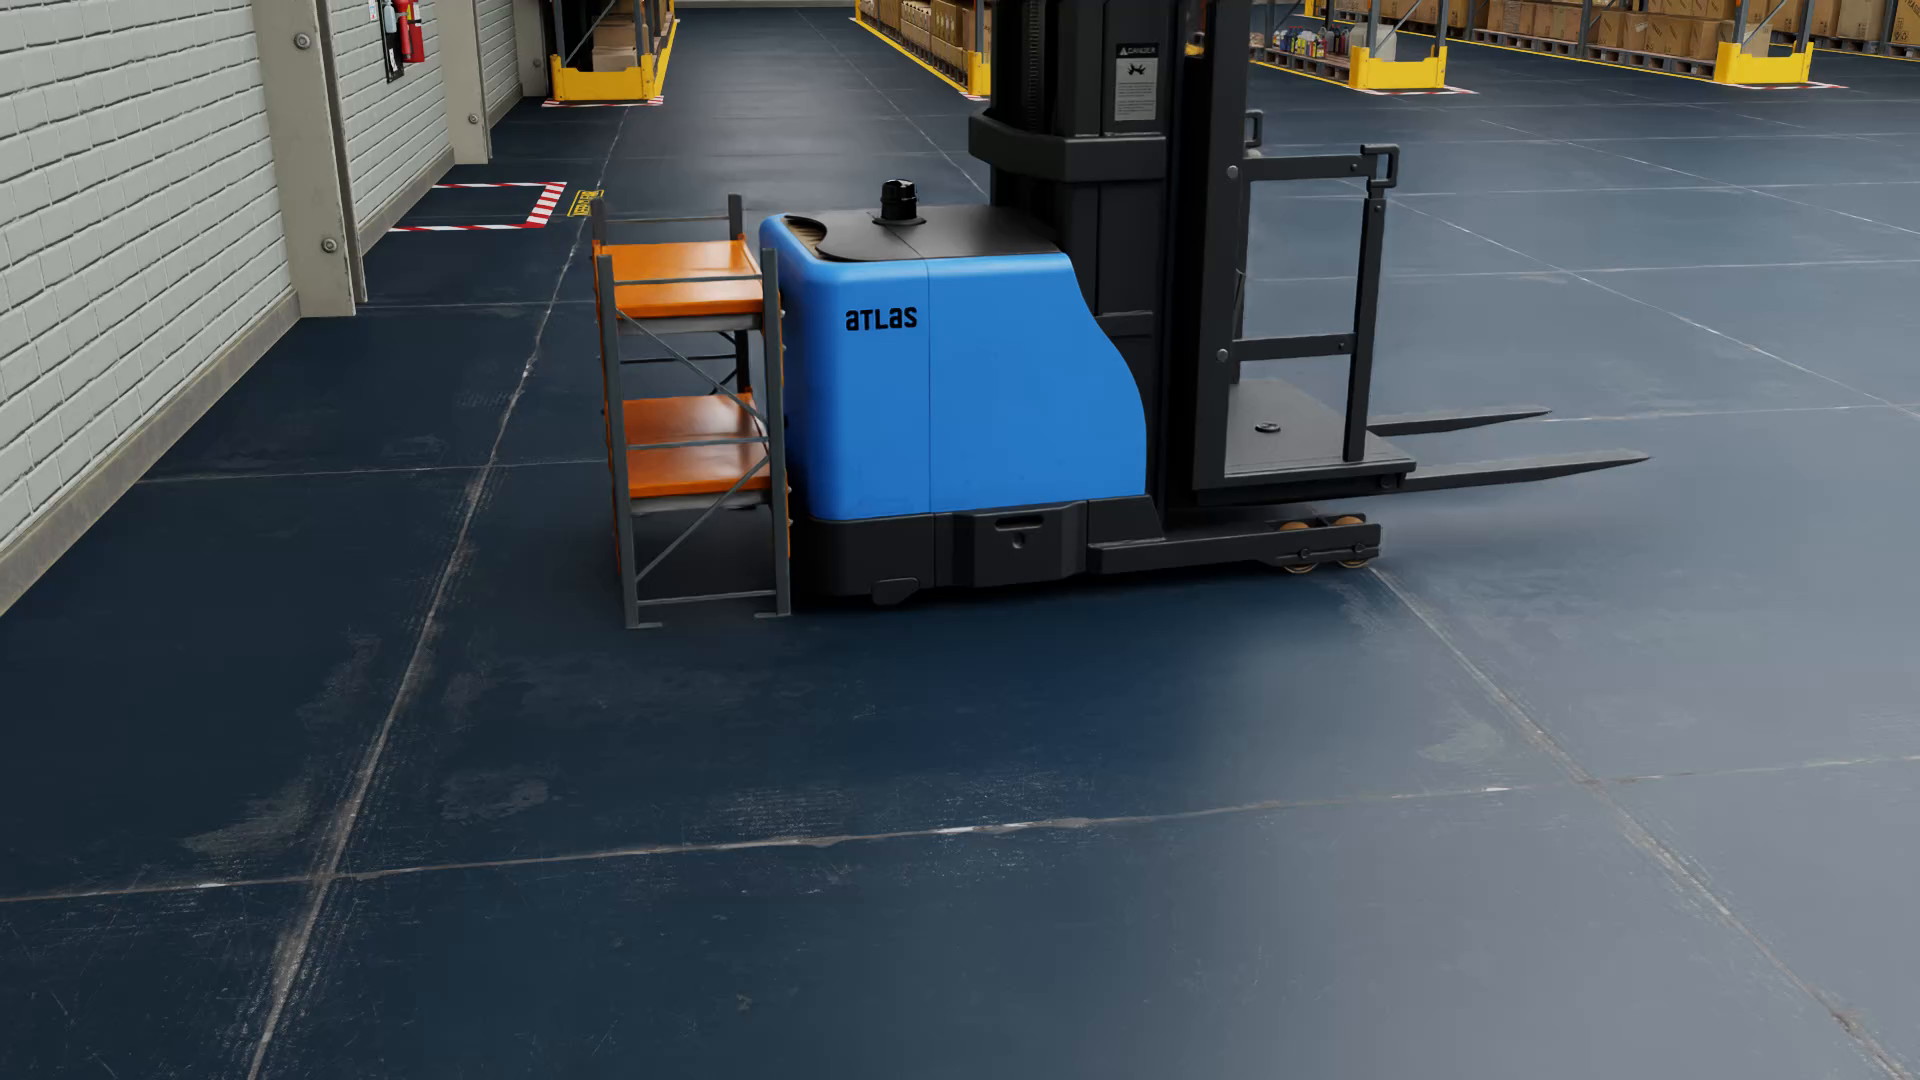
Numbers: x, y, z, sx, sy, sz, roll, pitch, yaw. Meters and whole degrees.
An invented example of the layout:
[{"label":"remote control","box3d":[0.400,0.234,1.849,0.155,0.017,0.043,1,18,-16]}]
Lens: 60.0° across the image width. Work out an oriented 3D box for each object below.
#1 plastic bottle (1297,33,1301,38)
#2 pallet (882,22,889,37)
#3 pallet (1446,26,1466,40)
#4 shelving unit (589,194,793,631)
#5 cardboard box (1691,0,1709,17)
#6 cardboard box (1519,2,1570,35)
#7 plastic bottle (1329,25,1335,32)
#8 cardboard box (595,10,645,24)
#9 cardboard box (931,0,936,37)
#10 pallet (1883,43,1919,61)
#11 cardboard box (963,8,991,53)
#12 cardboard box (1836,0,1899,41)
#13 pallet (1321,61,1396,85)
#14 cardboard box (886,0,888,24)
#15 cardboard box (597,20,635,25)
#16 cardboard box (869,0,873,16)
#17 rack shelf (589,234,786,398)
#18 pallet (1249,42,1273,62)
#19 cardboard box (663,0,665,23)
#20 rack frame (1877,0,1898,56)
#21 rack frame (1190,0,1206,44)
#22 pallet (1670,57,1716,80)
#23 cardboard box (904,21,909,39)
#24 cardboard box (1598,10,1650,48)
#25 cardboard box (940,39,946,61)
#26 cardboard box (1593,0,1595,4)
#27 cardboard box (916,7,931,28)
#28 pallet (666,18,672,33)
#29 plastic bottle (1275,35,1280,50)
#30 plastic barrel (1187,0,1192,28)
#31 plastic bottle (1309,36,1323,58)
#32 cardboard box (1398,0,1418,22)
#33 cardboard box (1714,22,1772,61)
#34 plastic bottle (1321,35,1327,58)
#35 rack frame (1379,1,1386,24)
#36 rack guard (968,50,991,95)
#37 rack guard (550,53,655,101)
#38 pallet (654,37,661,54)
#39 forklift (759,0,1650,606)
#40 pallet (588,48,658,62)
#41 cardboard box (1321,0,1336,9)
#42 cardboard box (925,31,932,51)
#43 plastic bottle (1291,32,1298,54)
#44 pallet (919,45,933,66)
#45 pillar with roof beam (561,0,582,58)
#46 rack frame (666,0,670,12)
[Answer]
[{"label":"plastic bottle","box3d":[4.803,-7.027,23.513,0.097,0.271,0.097,0,20,0]},{"label":"pallet","box3d":[-0.889,-9.449,30.713,1.003,0.211,1.213,-3,21,-8]},{"label":"pallet","box3d":[9.297,-9.119,29.829,1.003,0.211,1.213,-3,21,-8]},{"label":"shelving unit","box3d":[-0.875,-0.453,5.321,0.538,1.125,1.048,-5,21,-12]},{"label":"cardboard box","box3d":[13.834,-9.784,30.597,0.500,0.500,0.500,-2,21,-6]},{"label":"cardboard box","box3d":[9.634,-8.565,27.305,0.700,0.500,0.500,-1,21,-3]},{"label":"plastic bottle","box3d":[5.390,-7.270,24.052,0.144,0.351,0.185,-3,21,-9]},{"label":"cardboard box","box3d":[-5.072,-7.658,24.877,0.700,0.500,0.500,-3,21,-7]},{"label":"cardboard box","box3d":[-0.134,-7.349,23.362,0.500,0.500,0.500,-3,21,-8]},{"label":"pallet","box3d":[14.868,-7.405,25.241,1.003,0.211,1.213,-3,21,-8]},{"label":"cardboard box","box3d":[0.314,-6.311,20.583,0.500,0.500,0.500,-3,21,-8]},{"label":"cardboard box","box3d":[14.657,-8.332,26.352,1.050,0.750,0.750,-3,21,-8]},{"label":"pallet","box3d":[5.419,-6.128,21.821,1.003,0.211,1.213,-3,21,-8]},{"label":"cardboard box","box3d":[-1.063,-9.533,29.896,0.500,0.500,0.500,-3,21,-7]},{"label":"cardboard box","box3d":[-4.603,-6.692,22.289,0.500,0.500,0.500,-4,21,-12]},{"label":"cardboard box","box3d":[-1.515,-10.424,32.553,0.500,0.311,0.500,-3,21,-8]},{"label":"rack shelf","box3d":[-0.875,-0.727,5.218,0.538,0.278,1.000,-5,21,-12]},{"label":"pallet","box3d":[4.860,-7.477,25.434,1.003,0.211,1.213,-3,21,-8]},{"label":"cardboard box","box3d":[-5.592,-9.447,29.196,0.750,0.750,0.750,-2,21,-6]},{"label":"rack frame","box3d":[14.836,-8.979,25.468,1.000,3.000,0.127,-3,21,-8]},{"label":"rack frame","box3d":[4.435,-9.898,27.931,1.000,3.000,0.127,-3,21,-8]},{"label":"pallet","box3d":[10.396,-6.381,22.500,1.003,0.211,1.213,-3,21,-8]},{"label":"cardboard box","box3d":[-0.609,-8.188,26.683,0.500,0.250,0.500,-3,21,-9]},{"label":"cardboard box","box3d":[9.931,-7.649,24.880,0.500,0.500,0.500,-4,21,-9]},{"label":"cardboard box","box3d":[0.010,-6.651,22.566,0.500,0.250,0.500,-3,21,-8]},{"label":"cardboard box","box3d":[13.276,-11.119,34.248,0.380,0.149,0.250,-3,21,-7]},{"label":"cardboard box","box3d":[-0.383,-7.915,25.149,0.500,0.311,0.500,-3,21,-8]},{"label":"pallet","box3d":[-5.977,-9.745,31.505,1.003,0.211,1.213,-3,21,-8]},{"label":"plastic bottle","box3d":[4.638,-7.241,24.187,0.097,0.201,0.097,0,20,0]},{"label":"plastic barrel","box3d":[4.178,-9.289,29.256,0.421,0.512,0.421,0,20,0]},{"label":"plastic bottle","box3d":[4.880,-6.761,22.796,0.152,0.276,0.135,-3,21,-7]},{"label":"cardboard box","box3d":[9.001,-10.205,31.188,1.225,0.875,0.875,-4,21,-10]},{"label":"cardboard box","box3d":[10.416,-6.621,22.129,0.500,0.500,0.500,1,20,2]},{"label":"plastic bottle","box3d":[4.986,-6.770,22.809,0.061,0.283,0.133,-3,21,-8]},{"label":"rack frame","box3d":[8.760,-11.533,32.308,1.000,3.000,0.127,-3,21,-8]},{"label":"rack guard","box3d":[0.690,-5.701,20.265,1.175,0.500,0.348,-3,21,-8]},{"label":"rack guard","box3d":[-4.226,-5.484,19.685,1.175,0.500,0.348,-3,21,-8]},{"label":"pallet","box3d":[-5.257,-7.822,26.357,1.003,0.211,1.213,-3,21,-8]},{"label":"forklift","box3d":[0.888,-1.436,5.372,3.031,2.935,1.130,-5,21,-14]},{"label":"pallet","box3d":[-4.906,-6.977,24.095,1.003,0.211,1.213,-3,21,-8]},{"label":"cardboard box","box3d":[8.354,-11.902,35.732,0.875,0.875,0.875,-3,21,-8]},{"label":"cardboard box","box3d":[-0.237,-7.303,24.311,0.500,0.250,0.500,-3,21,-8]},{"label":"plastic bottle","box3d":[4.727,-7.022,23.484,0.061,0.283,0.133,-2,21,-5]},{"label":"pallet","box3d":[-0.035,-7.212,24.724,1.003,0.211,1.213,-3,21,-8]},{"label":"pillar with roof beam","box3d":[-1.777,-11.933,24.803,9.100,9.000,0.400,-3,21,-8]},{"label":"rack frame","box3d":[-6.522,-12.169,34.010,1.000,3.000,0.127,-3,21,-8]}]
